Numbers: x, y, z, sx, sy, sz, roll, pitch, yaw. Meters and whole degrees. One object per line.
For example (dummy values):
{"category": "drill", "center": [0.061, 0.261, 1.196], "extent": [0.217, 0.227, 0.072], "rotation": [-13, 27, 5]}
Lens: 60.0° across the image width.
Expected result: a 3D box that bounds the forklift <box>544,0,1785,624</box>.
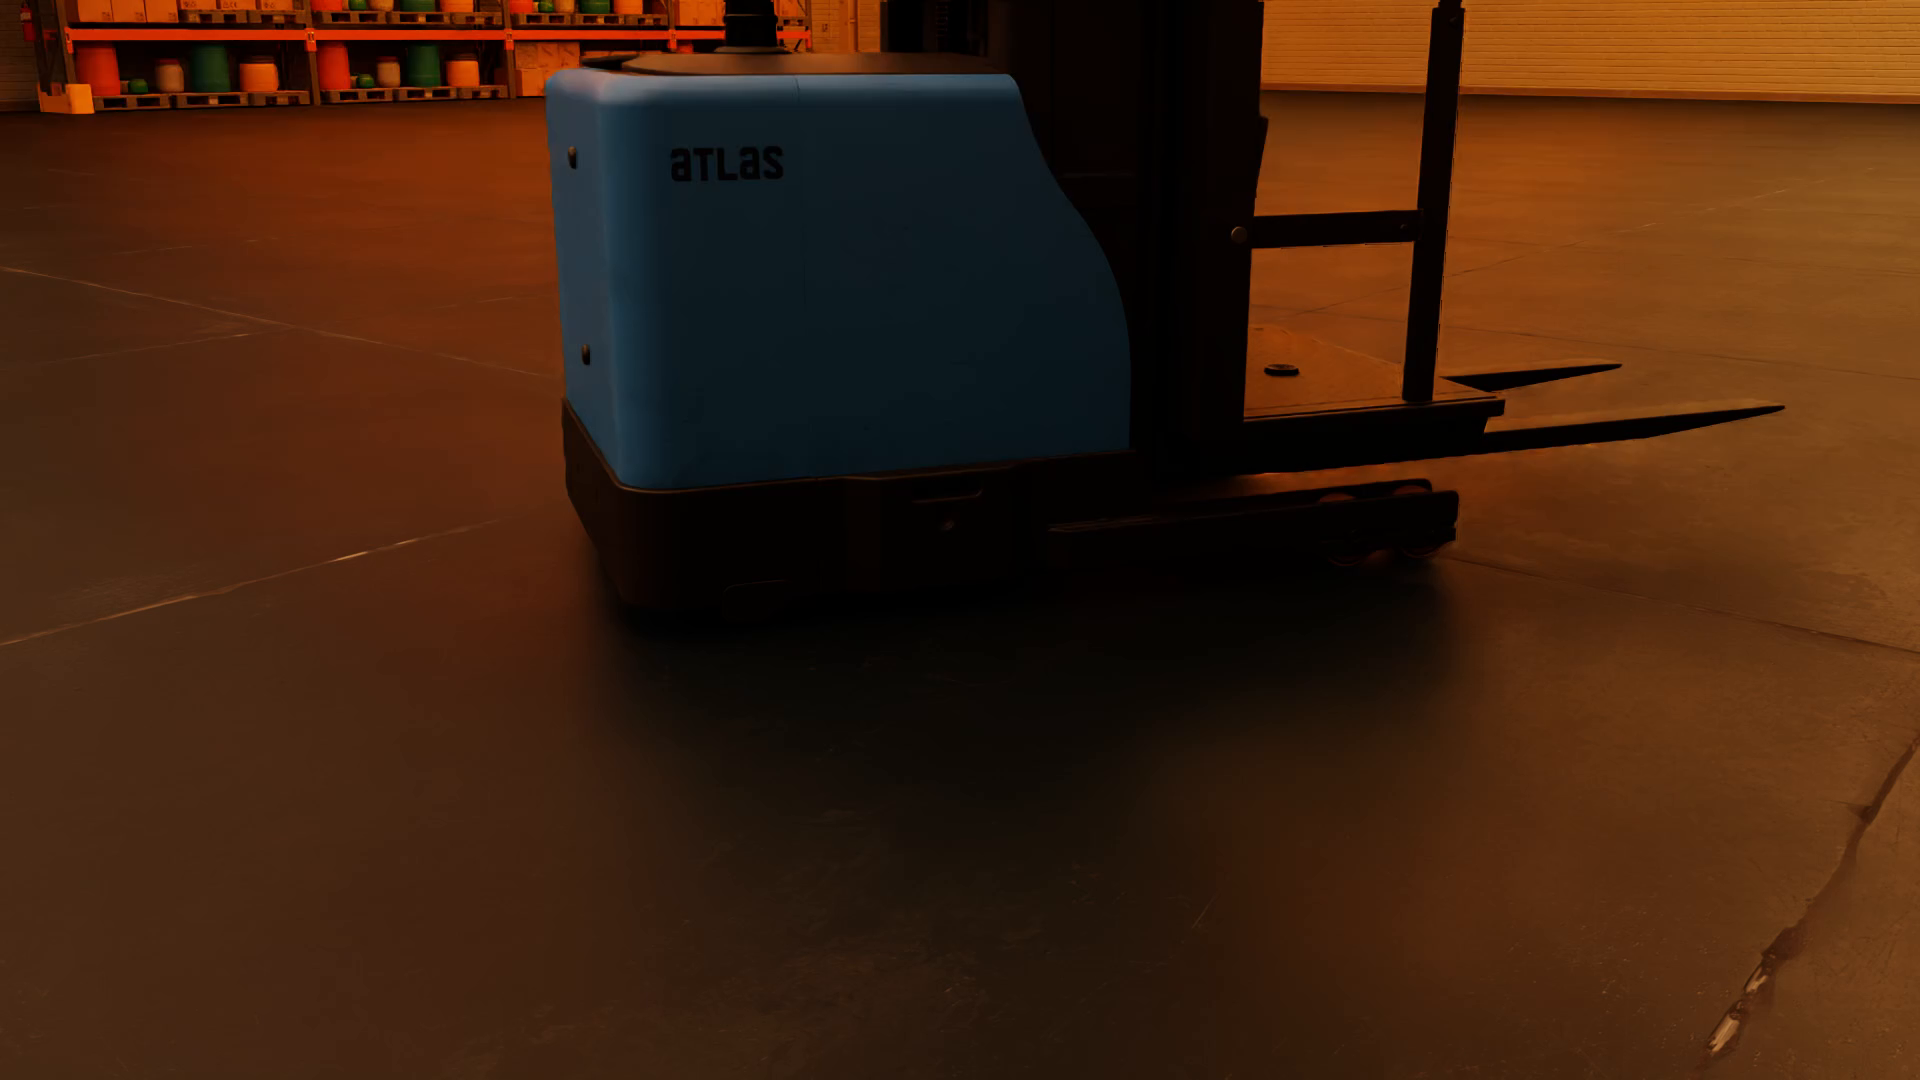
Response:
{"category": "forklift", "center": [0.609, -1.479, 3.769], "extent": [3.031, 2.935, 1.130], "rotation": [-6, 18, -19]}
